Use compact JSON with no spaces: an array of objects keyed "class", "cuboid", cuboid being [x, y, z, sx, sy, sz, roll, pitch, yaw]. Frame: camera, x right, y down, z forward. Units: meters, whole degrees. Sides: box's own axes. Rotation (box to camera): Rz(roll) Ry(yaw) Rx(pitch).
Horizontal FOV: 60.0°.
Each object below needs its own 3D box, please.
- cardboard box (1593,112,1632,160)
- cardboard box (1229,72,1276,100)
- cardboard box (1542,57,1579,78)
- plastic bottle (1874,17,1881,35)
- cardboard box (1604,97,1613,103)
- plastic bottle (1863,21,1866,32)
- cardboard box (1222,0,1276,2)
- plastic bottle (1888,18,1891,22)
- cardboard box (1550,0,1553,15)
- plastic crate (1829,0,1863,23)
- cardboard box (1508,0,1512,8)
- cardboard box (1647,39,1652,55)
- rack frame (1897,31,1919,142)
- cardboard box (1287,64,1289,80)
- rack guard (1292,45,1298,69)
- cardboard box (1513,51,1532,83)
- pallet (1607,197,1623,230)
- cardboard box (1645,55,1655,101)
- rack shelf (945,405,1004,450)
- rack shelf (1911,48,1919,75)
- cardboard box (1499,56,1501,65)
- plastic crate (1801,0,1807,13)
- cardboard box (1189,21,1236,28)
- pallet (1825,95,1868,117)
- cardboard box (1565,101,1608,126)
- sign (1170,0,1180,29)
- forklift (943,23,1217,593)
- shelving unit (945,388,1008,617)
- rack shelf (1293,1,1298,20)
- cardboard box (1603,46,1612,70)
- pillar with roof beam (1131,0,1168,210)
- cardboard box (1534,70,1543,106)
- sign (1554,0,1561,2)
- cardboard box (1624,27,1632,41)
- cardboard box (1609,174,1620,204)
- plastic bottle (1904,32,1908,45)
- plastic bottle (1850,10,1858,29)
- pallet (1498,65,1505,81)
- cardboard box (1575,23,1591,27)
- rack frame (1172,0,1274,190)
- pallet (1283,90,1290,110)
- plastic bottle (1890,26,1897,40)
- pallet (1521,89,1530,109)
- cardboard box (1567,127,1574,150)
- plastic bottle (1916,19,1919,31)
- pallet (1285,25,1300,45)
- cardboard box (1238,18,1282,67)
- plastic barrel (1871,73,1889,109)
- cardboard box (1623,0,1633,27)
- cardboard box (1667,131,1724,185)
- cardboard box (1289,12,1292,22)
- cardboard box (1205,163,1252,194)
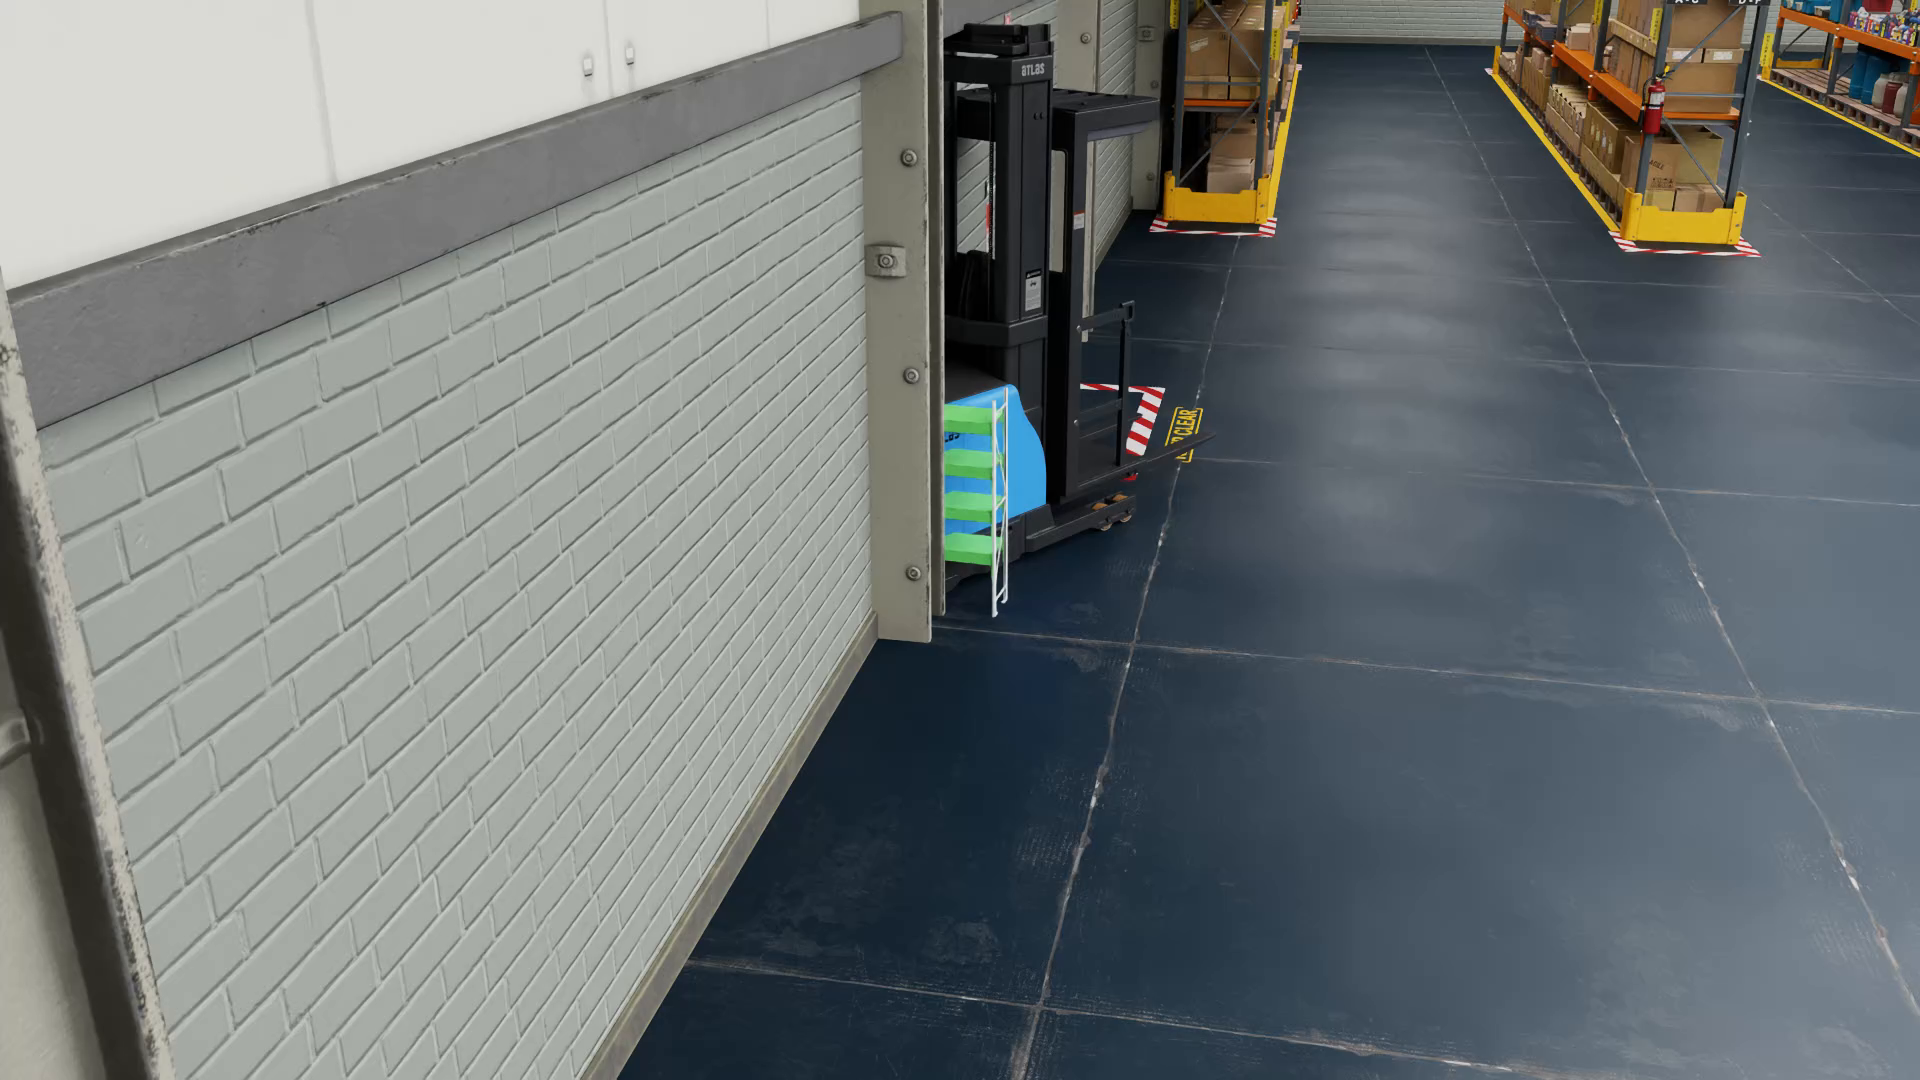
[{"class":"cardboard box","cuboid":[7.945,-4.857,20.012,0.500,0.500,0.500,4,22,11]},{"class":"cardboard box","cuboid":[3.294,-5.108,18.696,0.500,0.250,0.500,4,22,9]},{"class":"cardboard box","cuboid":[9.335,-7.337,25.810,0.500,0.250,0.500,5,23,13]},{"class":"plastic bottle","cuboid":[14.277,-7.984,25.835,0.097,0.271,0.097,0,22,0]},{"class":"cardboard box","cuboid":[9.191,-5.975,23.042,0.500,0.311,0.500,5,22,12]},{"class":"plastic bottle","cuboid":[14.399,-8.170,26.391,0.097,0.201,0.097,0,22,0]},{"class":"cardboard box","cuboid":[4.062,-7.358,23.386,0.700,0.500,0.500,8,23,18]},{"class":"plastic bottle","cuboid":[14.237,-7.841,25.464,0.061,0.283,0.133,4,22,11]},{"class":"cardboard box","cuboid":[9.882,-8.617,26.539,0.700,0.500,0.500,-1,22,-3]},{"class":"plastic crate","cuboid":[14.792,-8.865,27.791,0.392,0.384,0.575,4,22,11]},{"class":"cardboard box","cuboid":[10.550,-10.205,31.043,0.500,0.500,0.500,4,22,10]},{"class":"cardboard box","cuboid":[7.783,-5.421,18.296,0.380,0.149,0.250,5,22,12]},{"class":"rack frame","cuboid":[14.215,-7.185,23.679,1.000,3.000,0.127,4,22,11]},{"class":"cardboard box","cuboid":[5.327,-8.353,28.894,0.750,0.750,0.750,5,22,12]},{"class":"rack guard","cuboid":[6.153,-9.715,33.307,1.175,0.500,0.348,4,22,11]},{"class":"cardboard box","cuboid":[10.021,-8.301,29.208,0.500,0.500,0.500,4,22,11]},{"class":"pallet","cuboid":[7.849,-3.628,18.578,1.003,0.211,1.213,4,22,11]},{"class":"cardboard box","cuboid":[7.944,-5.047,18.236,0.700,0.500,0.500,5,22,12]},{"class":"rack shelf","cuboid":[-0.028,-0.599,8.621,0.480,0.148,0.258,6,23,16]},{"class":"rack shelf","cuboid":[13.807,-6.120,21.997,1.077,0.370,4.000,4,22,11]},{"class":"cardboard box","cuboid":[10.526,-9.161,31.789,0.380,0.166,0.250,4,22,11]},{"class":"plastic crate","cuboid":[15.206,-9.514,29.606,0.416,0.233,0.300,4,22,11]},{"class":"cardboard box","cuboid":[2.884,-5.674,19.097,0.500,0.500,0.500,5,22,12]},{"class":"pallet","cuboid":[14.833,-7.075,27.139,1.003,0.211,1.213,4,22,11]},{"class":"cardboard box","cuboid":[8.556,-5.824,22.666,0.500,0.311,0.500,4,22,11]},{"class":"sign","cuboid":[2.344,-5.748,18.137,0.100,0.325,0.005,4,22,11]},{"class":"forklift","cuboid":[0.427,-1.531,9.731,1.130,2.935,3.031,19,29,39]},{"class":"shelving unit","cuboid":[-0.024,-0.214,8.780,0.503,1.200,0.258,6,23,16]},{"class":"rack shelf","cuboid":[5.740,-9.801,31.137,1.077,0.370,4.000,4,22,11]},{"class":"cardboard box","cuboid":[8.608,-6.215,21.471,0.500,0.250,0.500,6,23,14]},{"class":"pillar with roof beam","cuboid":[6.394,-7.791,17.153,9.100,9.000,0.400,4,22,11]},{"class":"cardboard box","cuboid":[9.433,-7.158,26.368,0.500,0.500,0.500,4,22,9]},{"class":"sign","cuboid":[8.833,-8.102,24.512,0.100,0.325,0.005,4,22,11]},{"class":"cardboard box","cuboid":[8.098,-5.991,19.712,0.380,0.149,0.250,4,22,9]},{"class":"cardboard box","cuboid":[7.644,-3.960,18.789,0.500,0.250,0.500,4,22,11]},{"class":"plastic bottle","cuboid":[13.968,-7.399,24.475,0.097,0.201,0.097,0,22,0]},{"class":"plastic bottle","cuboid":[14.511,-8.443,26.959,0.061,0.283,0.133,4,22,11]},{"class":"pallet","cuboid":[10.821,-8.877,31.612,1.003,0.211,1.213,4,22,11]},{"class":"cardboard box","cuboid":[9.249,-7.393,24.314,0.500,0.311,0.500,6,23,14]},{"class":"rack frame","cuboid":[2.884,-5.014,18.289,1.000,3.000,0.127,4,22,11]},{"class":"pallet","cuboid":[5.002,-7.374,27.881,1.003,0.211,1.213,4,22,11]},{"class":"plastic bottle","cuboid":[14.107,-7.648,25.093,0.097,0.201,0.097,0,22,0]},{"class":"pallet","cuboid":[10.053,-7.433,28.027,1.003,0.211,1.213,4,22,11]},{"class":"cardboard box","cuboid":[8.456,-5.379,22.313,0.500,0.250,0.500,4,22,10]},{"class":"plastic bottle","cuboid":[14.889,-7.970,25.800,0.097,0.271,0.097,0,22,0]},{"class":"pallet","cuboid":[4.475,-7.582,24.922,1.213,0.211,1.003,4,22,11]},{"class":"cardboard box","cuboid":[3.497,-5.822,19.465,0.500,0.500,0.500,4,22,9]},{"class":"plastic barrel","cuboid":[14.556,-7.032,26.068,0.421,0.512,0.421,0,22,0]},{"class":"cardboard box","cuboid":[8.364,-6.402,19.863,0.700,0.500,0.500,4,22,11]},{"class":"cardboard box","cuboid":[8.161,-4.268,18.549,0.500,0.500,0.500,4,22,11]},{"class":"cardboard box","cuboid":[5.419,-8.864,28.157,0.380,0.149,0.250,4,22,11]},{"class":"cardboard box","cuboid":[3.113,-4.217,19.321,0.500,0.311,0.500,2,22,5]}]
